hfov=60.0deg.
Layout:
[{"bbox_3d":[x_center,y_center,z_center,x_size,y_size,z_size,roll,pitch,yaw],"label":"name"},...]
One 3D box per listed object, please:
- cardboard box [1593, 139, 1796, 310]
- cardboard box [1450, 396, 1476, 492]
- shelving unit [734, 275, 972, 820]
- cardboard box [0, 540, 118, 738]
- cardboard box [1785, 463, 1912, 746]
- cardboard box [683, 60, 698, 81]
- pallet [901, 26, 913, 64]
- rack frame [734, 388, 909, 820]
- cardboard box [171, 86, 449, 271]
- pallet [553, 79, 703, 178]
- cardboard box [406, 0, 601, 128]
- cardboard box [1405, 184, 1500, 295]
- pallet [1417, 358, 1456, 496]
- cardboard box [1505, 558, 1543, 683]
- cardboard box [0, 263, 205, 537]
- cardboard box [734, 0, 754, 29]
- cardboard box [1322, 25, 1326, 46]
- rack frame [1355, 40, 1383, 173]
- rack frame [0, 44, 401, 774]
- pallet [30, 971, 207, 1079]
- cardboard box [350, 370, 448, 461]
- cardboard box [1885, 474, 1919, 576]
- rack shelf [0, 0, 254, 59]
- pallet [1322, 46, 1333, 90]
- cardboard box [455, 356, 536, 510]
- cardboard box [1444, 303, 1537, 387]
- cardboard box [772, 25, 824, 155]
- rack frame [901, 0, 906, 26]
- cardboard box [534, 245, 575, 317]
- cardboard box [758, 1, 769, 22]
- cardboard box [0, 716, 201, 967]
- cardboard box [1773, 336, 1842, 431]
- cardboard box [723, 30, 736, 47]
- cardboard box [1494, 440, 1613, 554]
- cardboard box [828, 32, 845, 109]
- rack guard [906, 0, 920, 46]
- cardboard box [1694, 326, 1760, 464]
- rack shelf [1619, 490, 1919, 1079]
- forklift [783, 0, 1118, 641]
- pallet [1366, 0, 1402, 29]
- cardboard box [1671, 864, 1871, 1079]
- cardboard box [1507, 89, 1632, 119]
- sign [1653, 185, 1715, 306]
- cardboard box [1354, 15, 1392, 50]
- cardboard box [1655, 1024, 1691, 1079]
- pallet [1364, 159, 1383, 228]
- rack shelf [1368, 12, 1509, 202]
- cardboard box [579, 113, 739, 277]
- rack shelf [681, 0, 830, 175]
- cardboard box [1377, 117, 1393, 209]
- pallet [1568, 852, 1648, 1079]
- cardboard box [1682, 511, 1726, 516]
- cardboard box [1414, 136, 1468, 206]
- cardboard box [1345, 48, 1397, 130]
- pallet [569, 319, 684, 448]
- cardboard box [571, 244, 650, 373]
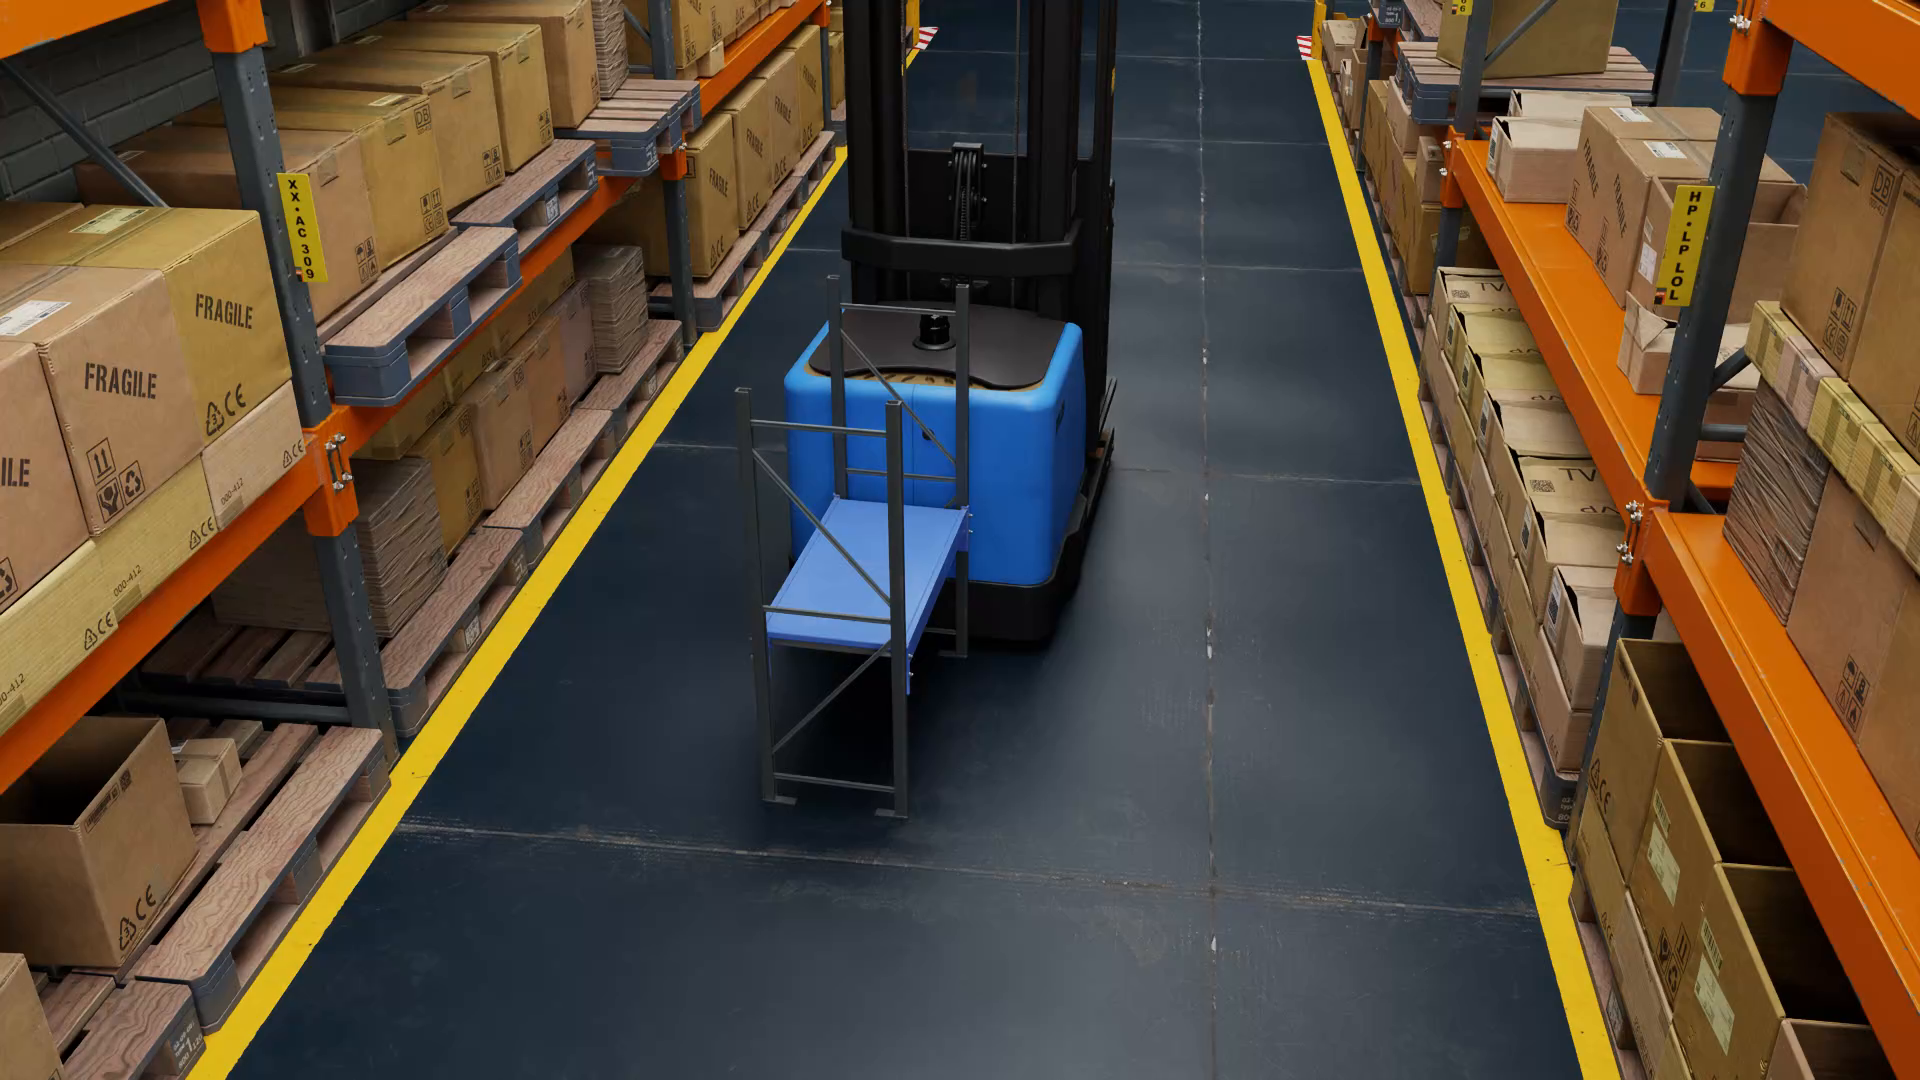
[{"bbox_3d":[2.688,-1.160,6.135,0.500,0.500,0.500,3,28,6],"label":"cardboard box"},{"bbox_3d":[2.468,-0.417,7.318,0.500,0.250,0.500,3,28,5],"label":"cardboard box"},{"bbox_3d":[-0.316,0.003,5.664,0.538,1.500,1.048,5,29,10],"label":"shelving unit"},{"bbox_3d":[-2.338,0.212,3.831,0.500,0.250,0.500,3,28,6],"label":"cardboard box"},{"bbox_3d":[2.345,0.143,3.717,0.700,0.500,0.500,3,28,6],"label":"cardboard box"},{"bbox_3d":[-1.665,-2.598,9.154,0.380,0.149,0.250,4,29,7],"label":"cardboard box"},{"bbox_3d":[-1.015,-4.597,15.561,1.003,0.211,1.213,3,28,6],"label":"pallet"},{"bbox_3d":[-0.417,0.239,5.225,0.500,1.500,0.032,5,29,10],"label":"rack frame"},{"bbox_3d":[-2.294,-1.295,5.923,0.700,0.500,0.500,6,29,11],"label":"cardboard box"},{"bbox_3d":[-1.957,-2.014,8.028,1.213,0.211,1.003,3,28,6],"label":"pallet"},{"bbox_3d":[-2.064,-2.192,7.586,0.700,0.500,0.500,1,28,1],"label":"cardboard box"},{"bbox_3d":[2.823,-1.701,9.417,0.500,0.500,0.500,4,29,8],"label":"cardboard box"},{"bbox_3d":[2.802,-0.541,8.032,1.003,0.211,1.213,3,28,6],"label":"pallet"},{"bbox_3d":[2.278,0.304,5.979,0.500,0.250,0.500,3,28,5],"label":"cardboard box"},{"bbox_3d":[-2.272,-0.355,4.092,0.500,0.500,0.500,3,28,6],"label":"cardboard box"},{"bbox_3d":[-1.526,-3.317,9.805,0.500,0.500,0.500,3,28,6],"label":"cardboard box"},{"bbox_3d":[3.499,-4.571,15.096,0.380,0.166,0.250,3,28,6],"label":"cardboard box"},{"bbox_3d":[3.432,-4.037,11.581,1.000,3.000,0.127,3,28,6],"label":"rack frame"},{"bbox_3d":[-2.465,-0.557,5.122,1.000,3.000,0.127,3,28,6],"label":"rack frame"},{"bbox_3d":[-2.660,1.564,4.124,1.003,0.211,1.213,3,28,6],"label":"pallet"},{"bbox_3d":[-2.341,-0.536,6.463,0.500,0.250,0.500,3,28,5],"label":"cardboard box"},{"bbox_3d":[2.102,-0.005,3.307,0.380,0.149,0.250,2,28,5],"label":"cardboard box"},{"bbox_3d":[-2.710,-0.620,2.834,1.077,0.370,4.000,3,28,6],"label":"rack shelf"},{"bbox_3d":[3.816,-4.281,14.974,1.003,0.211,1.213,3,28,6],"label":"pallet"},{"bbox_3d":[-2.276,-0.482,7.154,0.700,0.500,0.500,4,29,7],"label":"cardboard box"},{"bbox_3d":[2.530,-0.898,7.620,0.500,0.311,0.500,3,28,5],"label":"cardboard box"},{"bbox_3d":[-1.436,-3.248,11.940,0.750,0.750,0.750,4,29,7],"label":"cardboard box"},{"bbox_3d":[-0.995,-6.206,15.607,1.000,3.000,0.127,3,28,6],"label":"rack frame"},{"bbox_3d":[-2.144,-1.257,7.802,0.500,0.250,0.500,4,29,7],"label":"cardboard box"},{"bbox_3d":[-1.445,-3.450,10.736,0.380,0.149,0.250,3,28,5],"label":"cardboard box"},{"bbox_3d":[-2.553,0.840,4.700,0.500,0.500,0.500,1,28,2],"label":"cardboard box"},{"bbox_3d":[2.196,-0.368,3.980,0.380,0.149,0.250,4,29,7],"label":"cardboard box"},{"bbox_3d":[-1.575,-3.087,10.062,0.380,0.149,0.250,4,29,7],"label":"cardboard box"},{"bbox_3d":[2.338,-0.180,6.286,0.500,0.311,0.500,3,28,6],"label":"cardboard box"},{"bbox_3d":[-1.292,-3.754,13.248,0.700,0.500,0.500,4,29,7],"label":"cardboard box"},{"bbox_3d":[-0.992,-5.117,16.221,1.175,0.500,0.348,3,28,6],"label":"rack guard"},{"bbox_3d":[2.468,-0.440,5.062,0.500,0.250,0.500,5,29,9],"label":"cardboard box"},{"bbox_3d":[2.206,0.987,3.014,1.077,0.370,4.000,3,28,6],"label":"rack shelf"},{"bbox_3d":[0.124,-1.583,7.098,1.130,2.935,3.031,5,29,10],"label":"forklift"},{"bbox_3d":[3.225,-3.583,10.940,1.003,0.211,1.213,3,28,6],"label":"pallet"},{"bbox_3d":[1.962,1.095,3.721,0.500,0.500,0.500,3,28,6],"label":"cardboard box"},{"bbox_3d":[2.854,-1.946,7.794,0.500,0.311,0.500,5,29,9],"label":"cardboard box"},{"bbox_3d":[1.912,-0.773,4.385,0.100,0.325,0.005,3,28,6],"label":"sign"},{"bbox_3d":[3.657,-4.016,13.711,0.797,0.503,0.637,3,28,6],"label":"cardboard box"},{"bbox_3d":[1.961,1.425,3.899,0.500,0.250,0.500,3,28,6],"label":"cardboard box"},{"bbox_3d":[3.370,-2.424,11.528,1.003,0.211,1.213,3,28,6],"label":"pallet"},{"bbox_3d":[3.187,-2.779,10.004,1.077,0.370,4.000,3,28,6],"label":"rack shelf"},{"bbox_3d":[-1.755,-2.017,9.656,0.750,0.750,0.750,3,28,6],"label":"cardboard box"},{"bbox_3d":[-1.730,-3.065,10.535,1.077,0.370,4.000,3,28,6],"label":"rack shelf"},{"bbox_3d":[3.008,-2.430,10.770,0.500,0.500,0.500,4,29,7],"label":"cardboard box"},{"bbox_3d":[2.312,1.328,4.562,1.003,0.211,1.213,3,28,6],"label":"pallet"},{"bbox_3d":[2.816,0.092,5.782,0.500,0.311,0.500,3,28,6],"label":"cardboard box"},{"bbox_3d":[2.826,-2.058,9.289,0.500,0.250,0.500,4,29,8],"label":"cardboard box"},{"bbox_3d":[3.220,-3.415,12.598,0.500,0.500,0.500,3,28,6],"label":"cardboard box"},{"bbox_3d":[-2.072,-0.845,8.596,1.003,0.211,1.213,3,28,6],"label":"pallet"},{"bbox_3d":[-2.012,-1.192,8.471,0.700,0.500,0.500,4,29,7],"label":"cardboard box"}]
